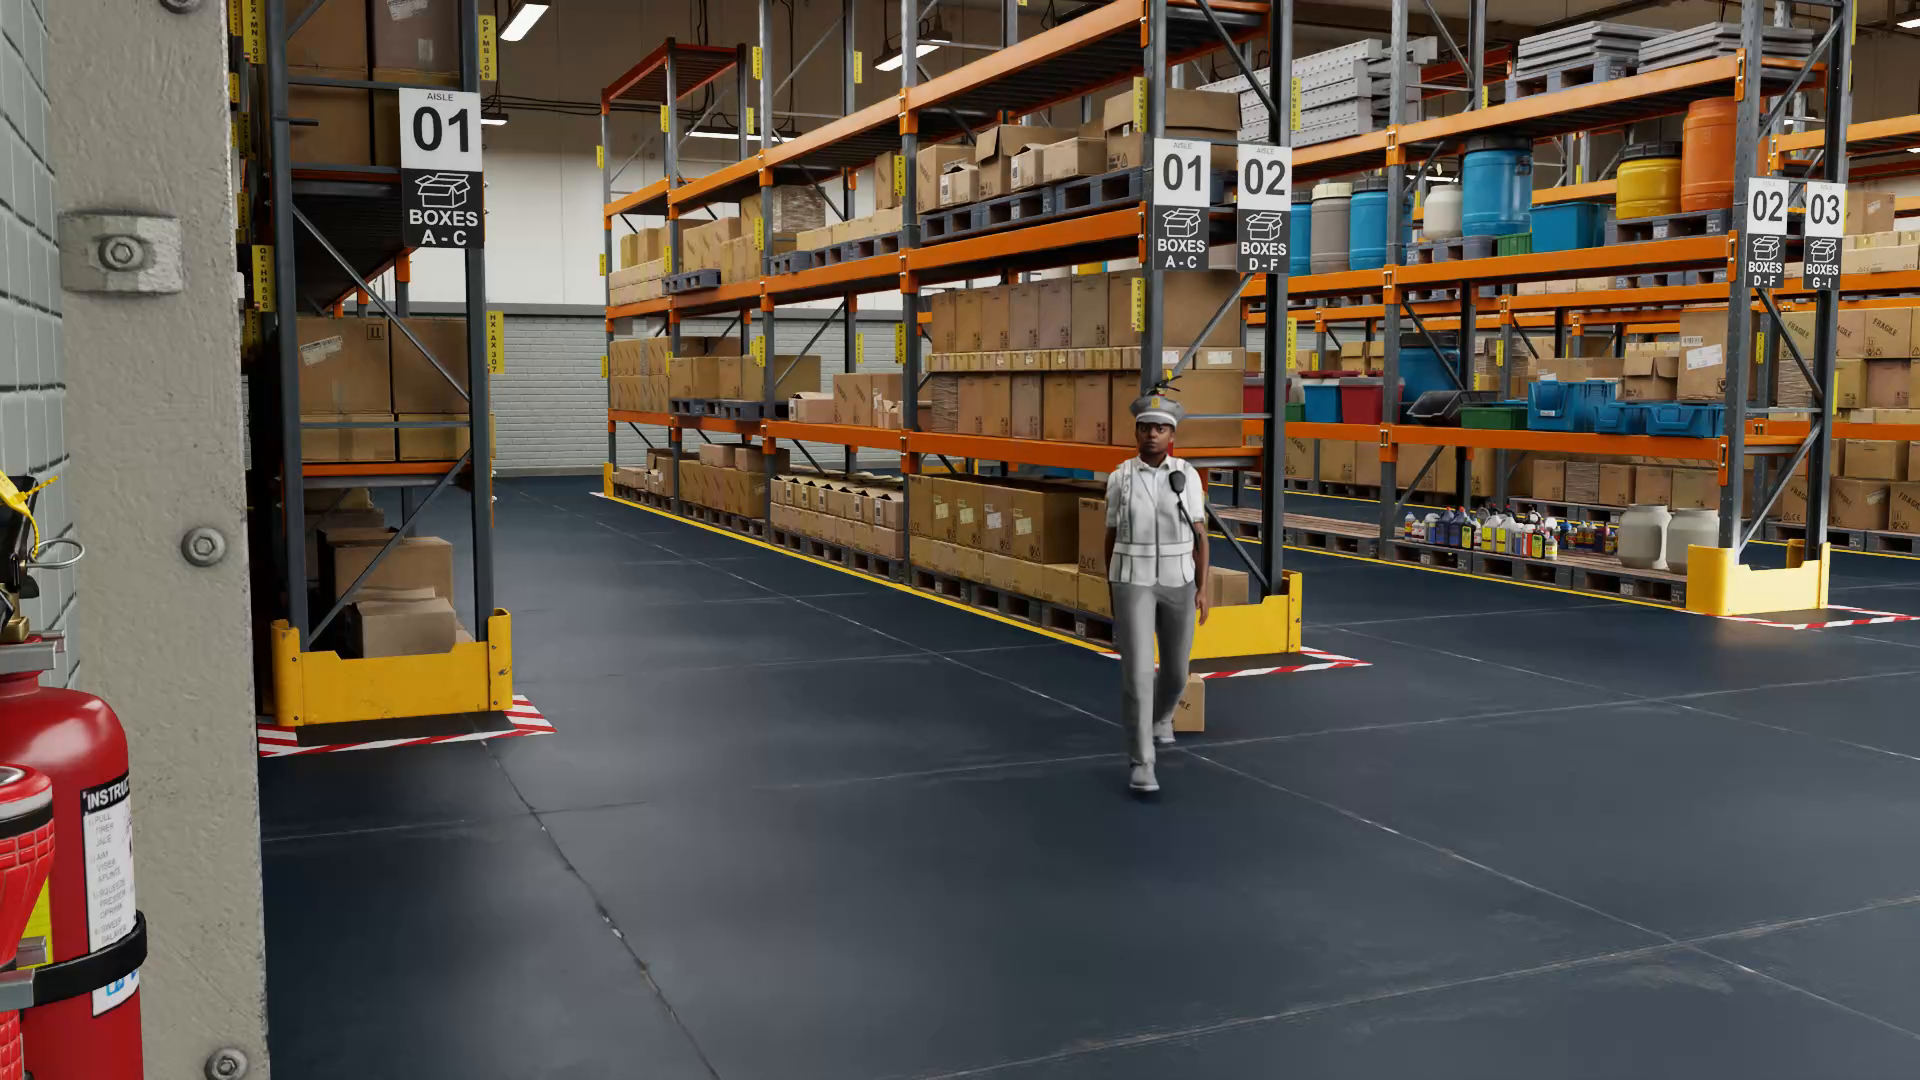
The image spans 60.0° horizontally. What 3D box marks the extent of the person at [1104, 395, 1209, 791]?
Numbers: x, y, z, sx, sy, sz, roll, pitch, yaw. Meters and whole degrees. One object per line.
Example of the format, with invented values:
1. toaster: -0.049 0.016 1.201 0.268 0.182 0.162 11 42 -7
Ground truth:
1. person: 0.856 0.190 7.260 0.441 1.642 0.957 0 5 -1
